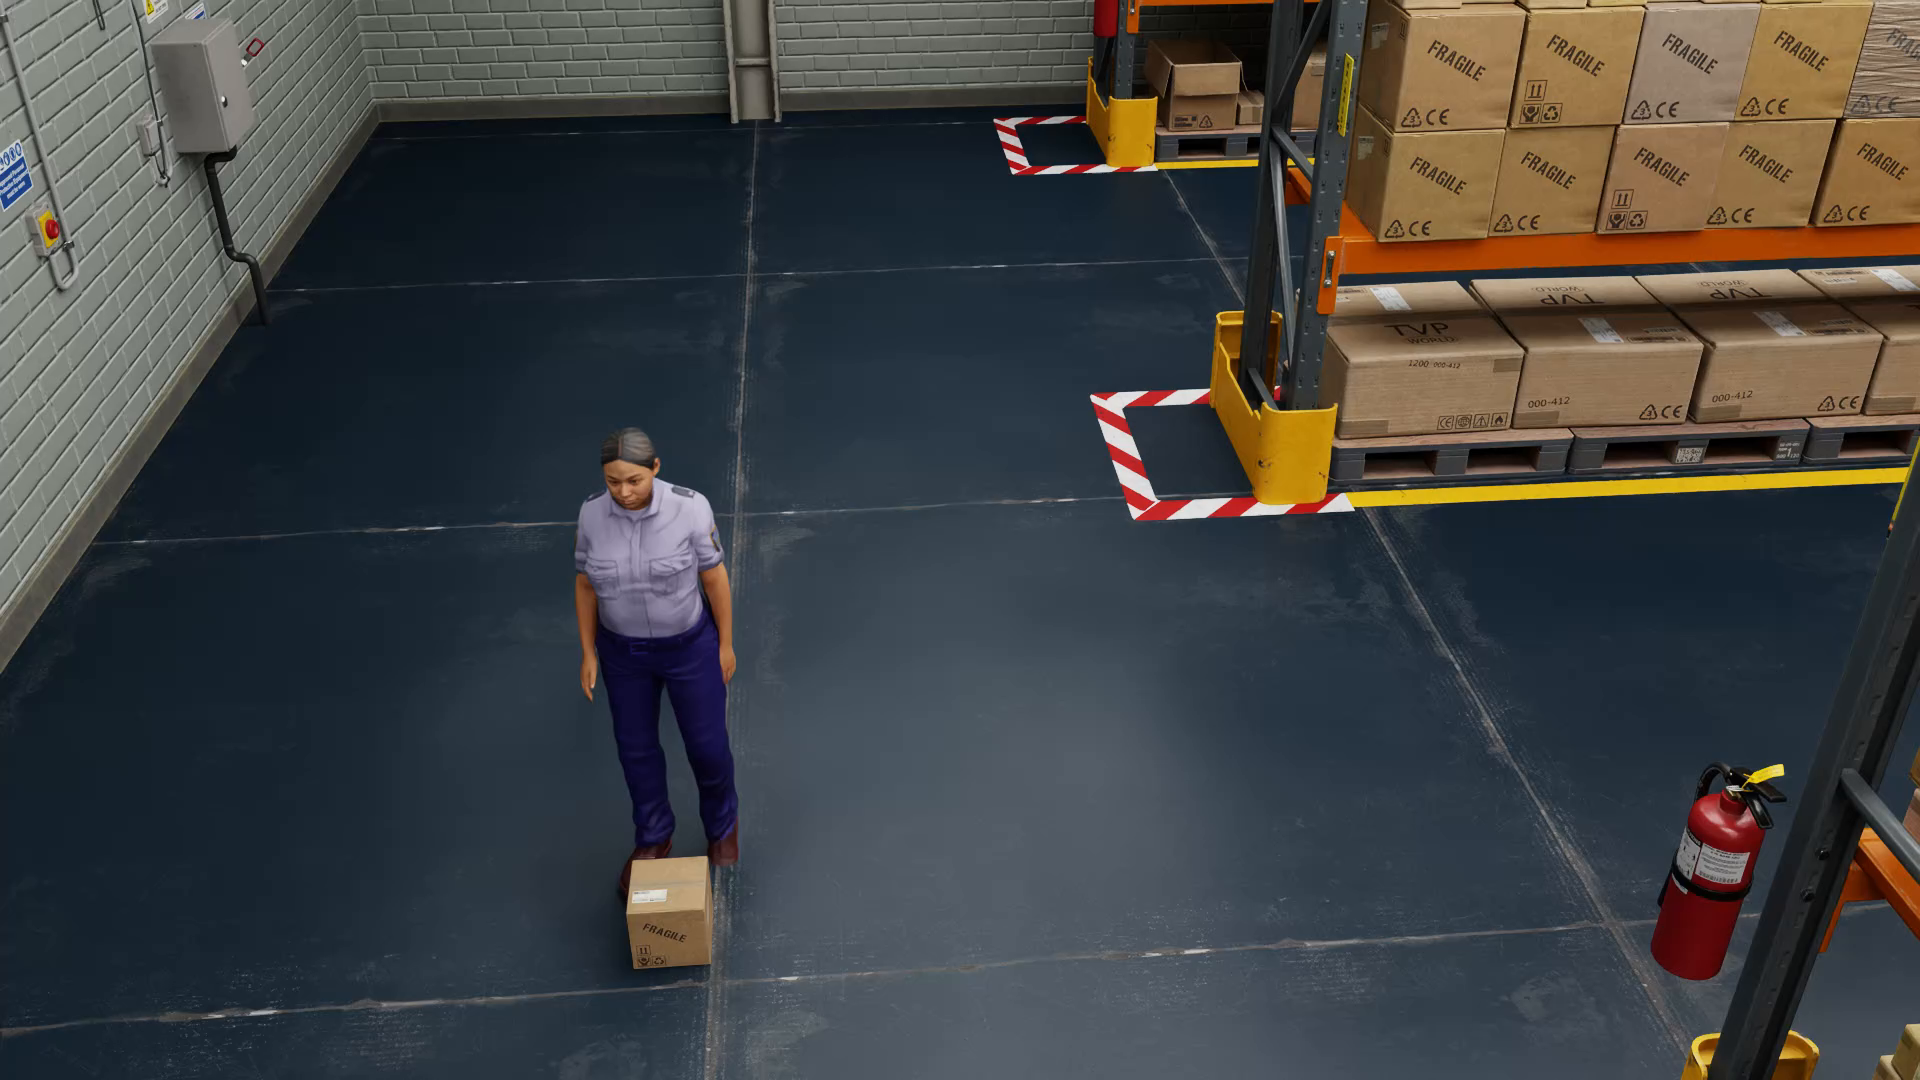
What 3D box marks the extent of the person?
[{"bbox_3d":[-1.011,0.440,5.477,0.513,1.738,0.472,2,31,4],"label":"person"}]
